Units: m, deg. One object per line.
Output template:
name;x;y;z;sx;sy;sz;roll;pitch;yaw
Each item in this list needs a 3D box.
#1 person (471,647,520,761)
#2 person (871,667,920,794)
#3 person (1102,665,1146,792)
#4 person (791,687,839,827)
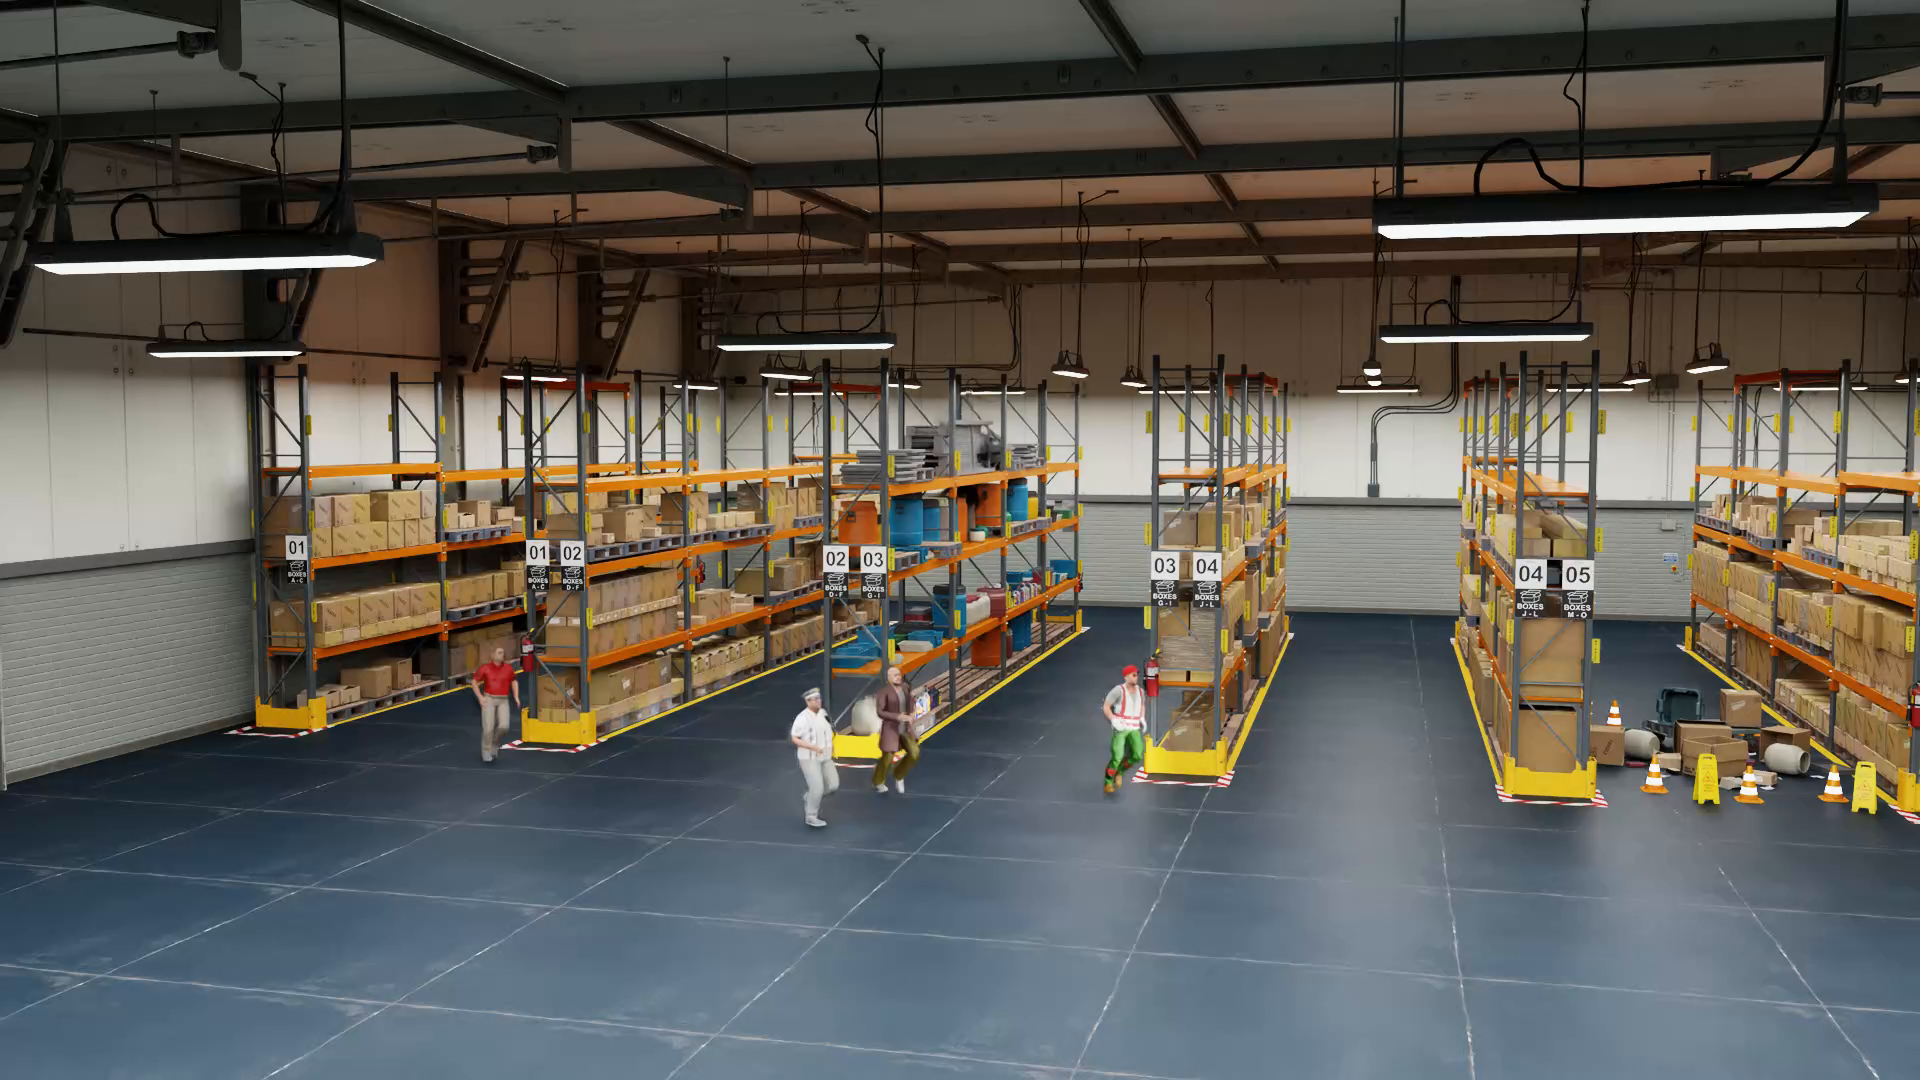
person;-6.944;2.457;24.950;0.718;1.672;0.544;-2;5;-30
person;-0.845;2.568;22.398;0.730;1.736;0.903;-3;5;-35
person;2.304;2.572;22.689;0.718;1.720;0.526;-2;4;-24
person;-1.794;2.699;20.764;0.618;1.733;0.642;3;5;41
